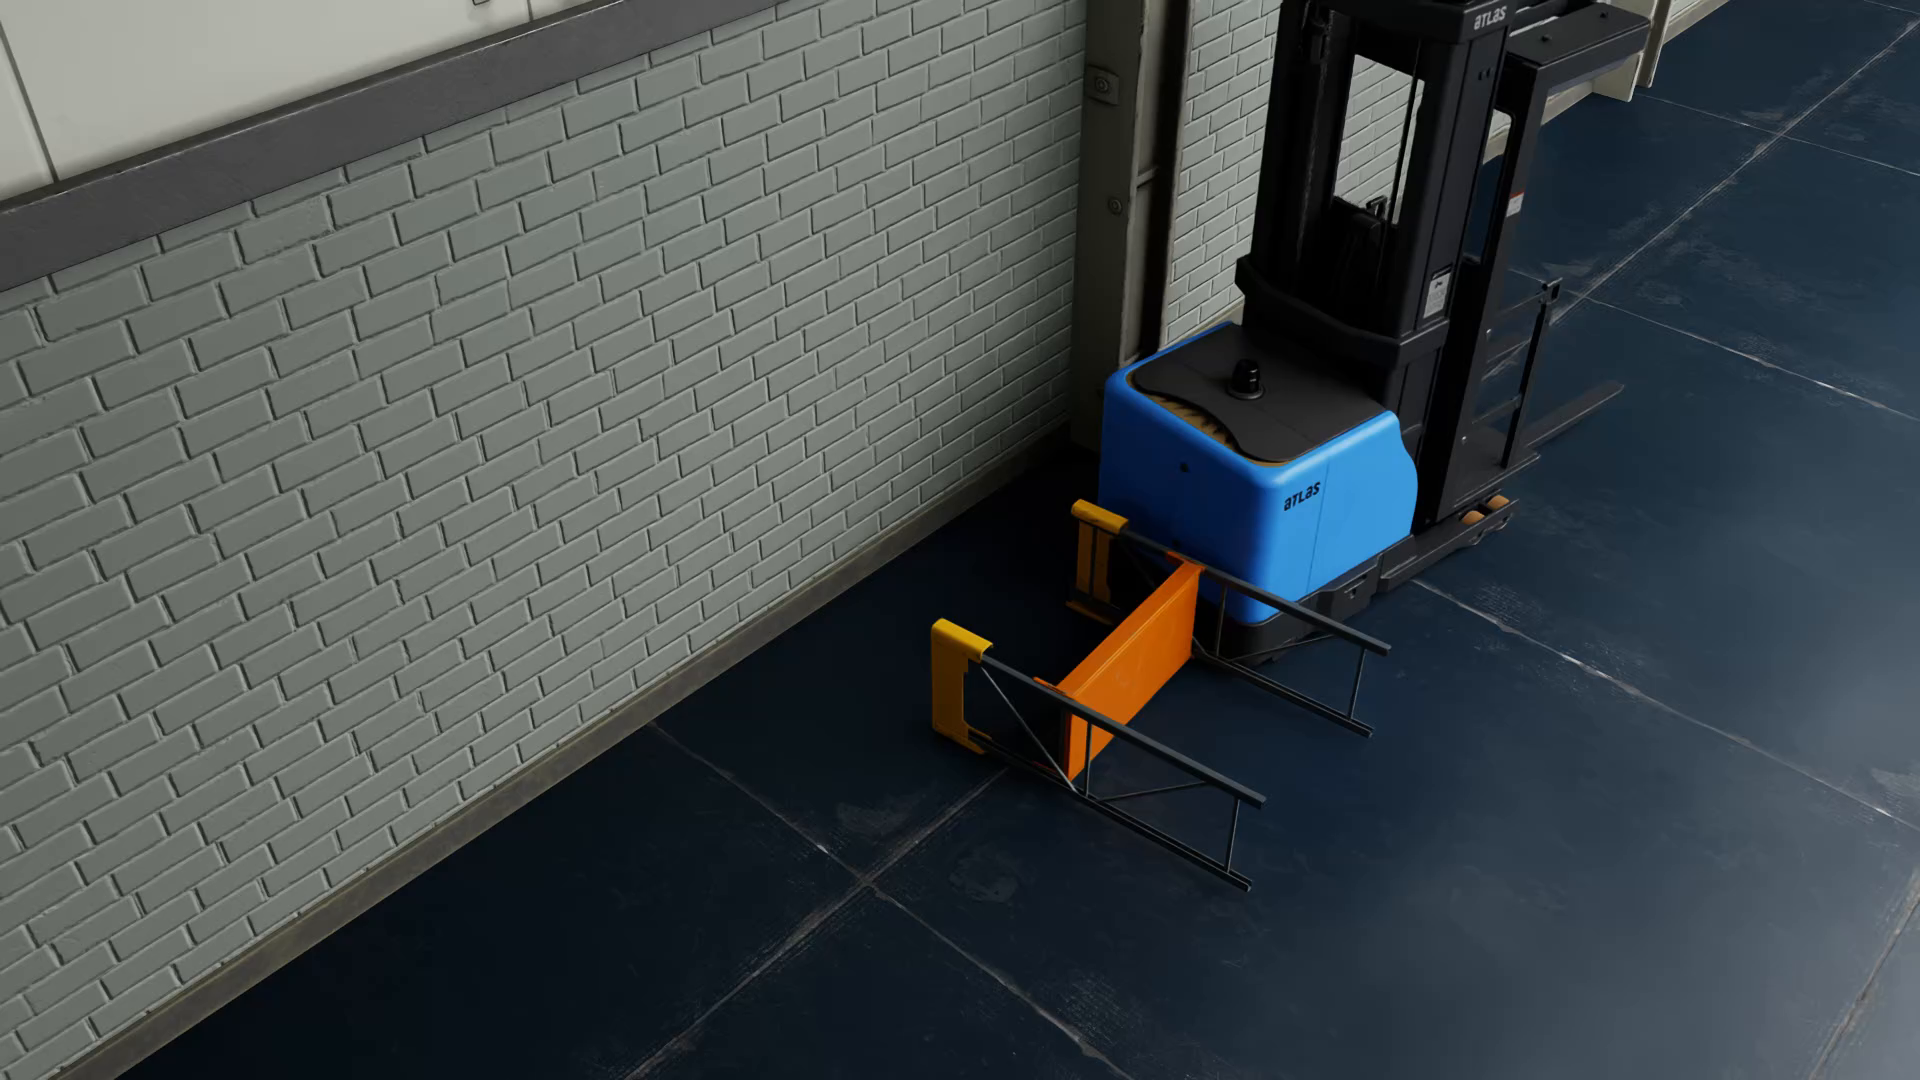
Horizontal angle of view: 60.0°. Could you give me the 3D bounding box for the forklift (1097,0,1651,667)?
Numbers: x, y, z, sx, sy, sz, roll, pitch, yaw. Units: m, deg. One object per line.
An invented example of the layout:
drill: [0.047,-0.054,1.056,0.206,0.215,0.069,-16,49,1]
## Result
forklift: [2.081,-1.354,7.382,3.031,2.935,1.130,-26,45,-29]

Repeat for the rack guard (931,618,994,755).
rack guard: [0.008,0.602,6.784,0.250,0.587,0.087,25,45,28]

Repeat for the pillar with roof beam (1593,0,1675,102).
pillar with roof beam: [8.022,-5.033,7.133,9.100,9.000,0.400,30,47,32]

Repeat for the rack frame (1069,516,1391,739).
rack frame: [1.108,0.342,7.111,1.500,0.500,0.032,25,45,28]

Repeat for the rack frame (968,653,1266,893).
rack frame: [0.494,0.846,6.477,1.500,0.500,0.032,25,45,28]

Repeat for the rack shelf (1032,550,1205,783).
rack shelf: [0.658,0.526,6.879,0.185,0.538,1.000,25,45,28]

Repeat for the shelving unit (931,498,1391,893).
shelving unit: [0.807,0.589,6.800,1.500,0.587,1.083,25,45,28]

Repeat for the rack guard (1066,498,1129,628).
rack guard: [0.609,0.107,7.406,0.250,0.587,0.087,25,45,28]

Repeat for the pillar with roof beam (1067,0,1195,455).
pillar with roof beam: [3.974,-2.276,3.666,9.100,9.000,0.400,30,47,32]
